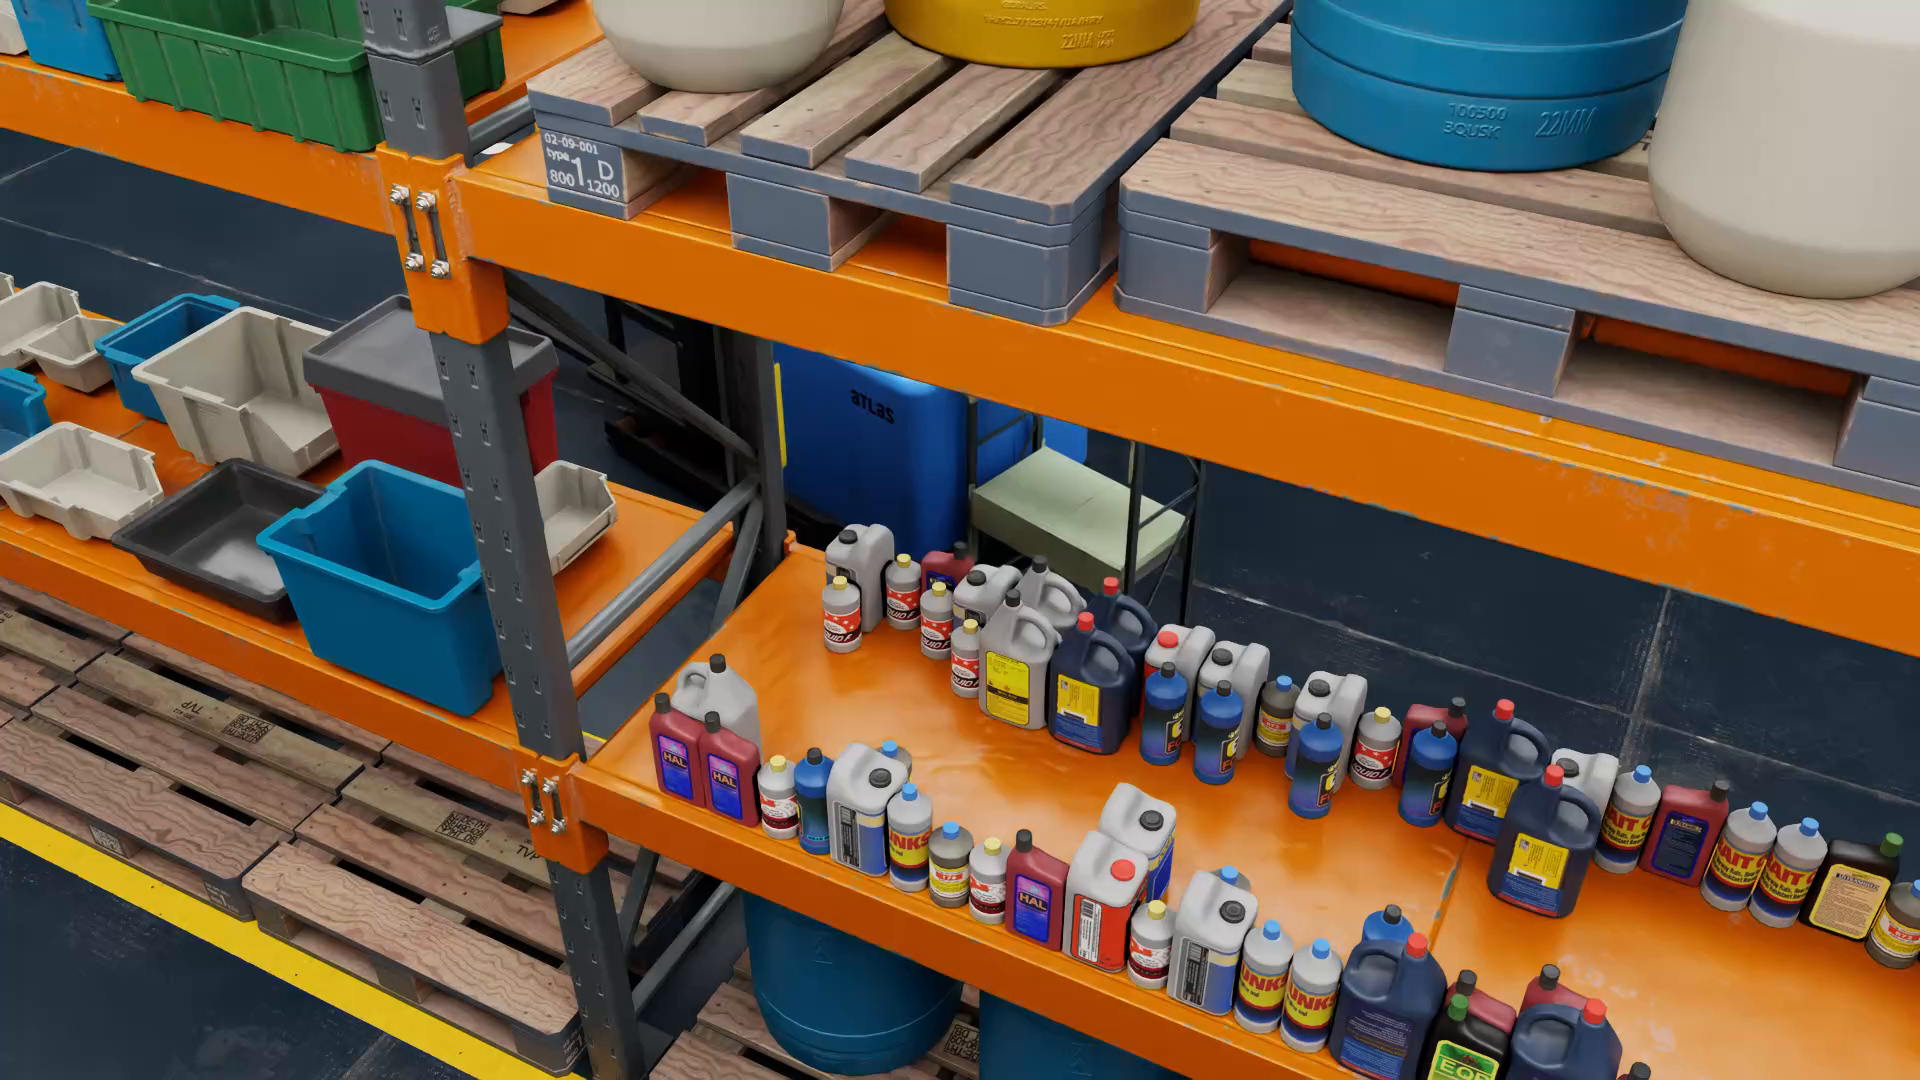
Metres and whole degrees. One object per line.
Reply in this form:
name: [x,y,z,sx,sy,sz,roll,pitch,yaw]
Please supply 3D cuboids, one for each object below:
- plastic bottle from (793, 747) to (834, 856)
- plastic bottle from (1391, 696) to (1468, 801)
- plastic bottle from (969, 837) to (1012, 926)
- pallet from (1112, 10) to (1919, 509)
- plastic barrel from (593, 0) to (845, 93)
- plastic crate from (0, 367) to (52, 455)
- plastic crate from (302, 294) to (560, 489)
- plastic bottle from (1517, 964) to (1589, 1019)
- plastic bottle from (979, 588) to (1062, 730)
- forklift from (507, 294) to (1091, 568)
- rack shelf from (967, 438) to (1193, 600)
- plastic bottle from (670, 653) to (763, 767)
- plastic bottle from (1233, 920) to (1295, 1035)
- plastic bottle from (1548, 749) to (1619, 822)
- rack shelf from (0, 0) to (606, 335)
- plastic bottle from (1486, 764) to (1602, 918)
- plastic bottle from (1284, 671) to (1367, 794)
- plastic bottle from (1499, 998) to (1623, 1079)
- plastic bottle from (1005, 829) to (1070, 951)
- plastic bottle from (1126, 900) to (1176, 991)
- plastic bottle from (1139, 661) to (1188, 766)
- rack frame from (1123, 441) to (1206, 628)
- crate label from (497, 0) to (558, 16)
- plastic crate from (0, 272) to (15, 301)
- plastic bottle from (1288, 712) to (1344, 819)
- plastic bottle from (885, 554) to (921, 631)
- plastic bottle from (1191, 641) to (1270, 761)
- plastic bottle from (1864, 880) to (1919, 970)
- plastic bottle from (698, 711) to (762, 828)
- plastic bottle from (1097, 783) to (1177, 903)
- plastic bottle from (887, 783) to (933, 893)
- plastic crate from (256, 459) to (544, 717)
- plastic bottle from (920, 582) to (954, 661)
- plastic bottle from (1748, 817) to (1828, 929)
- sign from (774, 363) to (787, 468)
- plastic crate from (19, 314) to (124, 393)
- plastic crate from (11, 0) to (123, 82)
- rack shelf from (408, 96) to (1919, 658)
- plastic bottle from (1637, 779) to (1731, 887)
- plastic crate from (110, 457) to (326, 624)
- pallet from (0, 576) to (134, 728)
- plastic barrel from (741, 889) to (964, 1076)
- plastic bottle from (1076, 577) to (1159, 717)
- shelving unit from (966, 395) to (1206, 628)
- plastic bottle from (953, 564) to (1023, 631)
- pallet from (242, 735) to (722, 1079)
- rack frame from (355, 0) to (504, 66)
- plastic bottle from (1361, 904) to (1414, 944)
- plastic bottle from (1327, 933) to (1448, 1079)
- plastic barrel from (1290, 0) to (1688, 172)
plastic bottle: [-0.311,0.561,3.636,0.097,0.271,0.097,0,37,0]
plastic bottle: [1.066,0.459,3.762,0.133,0.283,0.061,17,41,21]
plastic bottle: [0.067,0.708,3.501,0.097,0.201,0.097,0,37,0]
pallet: [0.993,-0.548,2.666,1.213,0.211,1.003,17,41,21]
plastic barrel: [-0.404,-1.043,2.702,0.433,0.535,0.433,0,37,0]
plastic crate: [-2.805,-0.282,4.729,0.300,0.233,0.416,17,41,21]
plastic crate: [-1.434,-0.340,4.614,0.583,0.464,0.402,17,41,21]
plastic bottle: [1.127,0.921,3.152,0.133,0.283,0.061,17,41,21]
plastic bottle: [0.144,0.269,3.955,0.185,0.351,0.144,17,41,21]
forklift: [-0.895,-1.661,6.514,3.031,2.935,1.130,30,46,33]
rack shelf: [0.433,0.003,6.045,0.720,0.370,0.431,30,46,33]
plastic bottle: [-0.557,0.395,3.789,0.185,0.351,0.144,17,41,21]
plastic bottle: [0.598,0.846,3.261,0.097,0.271,0.097,0,37,0]
plastic bottle: [1.328,0.575,3.615,0.135,0.276,0.152,17,41,21]
rack shelf: [-2.533,-1.372,4.190,4.000,0.370,1.077,17,41,21]
plastic bottle: [1.238,0.617,3.497,0.185,0.351,0.144,17,41,21]
plastic bottle: [0.840,0.422,3.816,0.135,0.276,0.152,17,41,21]
plastic bottle: [1.103,0.956,3.050,0.185,0.351,0.144,17,41,21]
plastic bottle: [0.161,0.717,3.421,0.133,0.283,0.061,17,41,21]
plastic bottle: [0.392,0.809,3.367,0.097,0.201,0.097,0,37,0]
plastic bottle: [0.473,0.394,3.857,0.097,0.271,0.097,0,37,0]
rack frame: [0.701,-0.106,5.649,0.023,1.500,0.400,30,46,33]
crate label: [-1.058,-1.288,3.704,0.466,0.136,0.293,17,41,21]
plastic crate: [-3.250,-0.721,5.387,0.243,0.136,0.396,17,41,21]
plastic bottle: [0.799,0.496,3.723,0.097,0.271,0.097,0,37,0]
plastic bottle: [-0.142,0.125,4.268,0.097,0.201,0.097,0,37,0]
plastic bottle: [0.634,0.357,3.901,0.135,0.276,0.152,17,41,21]
plastic bottle: [1.940,0.777,3.409,0.097,0.201,0.097,0,37,0]
plastic bottle: [-0.509,0.507,3.698,0.133,0.283,0.061,17,41,21]
plastic bottle: [0.371,0.651,3.514,0.135,0.276,0.152,17,41,21]
plastic bottle: [-0.105,0.626,3.551,0.097,0.271,0.097,0,37,0]
plastic crate: [-1.328,0.128,4.064,0.575,0.384,0.392,17,41,21]
plastic bottle: [-0.052,0.195,4.177,0.097,0.201,0.097,0,37,0]
plastic bottle: [1.735,0.685,3.473,0.097,0.271,0.097,0,37,0]
sign: [-0.502,-0.313,4.452,0.005,0.325,0.100,17,41,21]
plastic crate: [-2.720,-0.584,5.207,0.250,0.136,0.298,17,41,21]
plastic crate: [-1.712,-1.117,3.399,0.300,0.233,0.416,17,41,21]
rack shelf: [1.019,-0.260,2.725,4.000,0.370,1.077,17,41,21]
plastic bottle: [1.555,0.611,3.560,0.133,0.283,0.061,17,41,21]
plastic crate: [-1.874,0.011,4.432,0.590,0.125,0.437,17,41,21]
pallet: [-3.594,0.341,6.126,1.213,0.211,1.003,17,41,21]
plastic barrel: [-0.281,0.921,4.443,0.708,0.901,0.600,17,41,21]
plastic bottle: [0.374,0.243,3.989,0.185,0.351,0.144,17,41,21]
shelving unit: [0.433,-0.257,5.848,0.755,1.500,0.431,30,46,33]
plastic bottle: [0.066,0.180,4.135,0.135,0.276,0.152,17,41,21]
pallet: [-1.427,1.020,5.232,1.213,0.211,1.003,17,41,21]
rack frame: [-0.757,-2.297,2.333,0.127,3.000,1.000,17,41,21]
plastic bottle: [0.837,0.823,3.292,0.097,0.271,0.097,0,37,0]
plastic bottle: [0.820,0.868,3.166,0.185,0.351,0.144,17,41,21]
plastic barrel: [0.829,-1.077,2.445,0.708,0.901,0.600,17,41,21]
